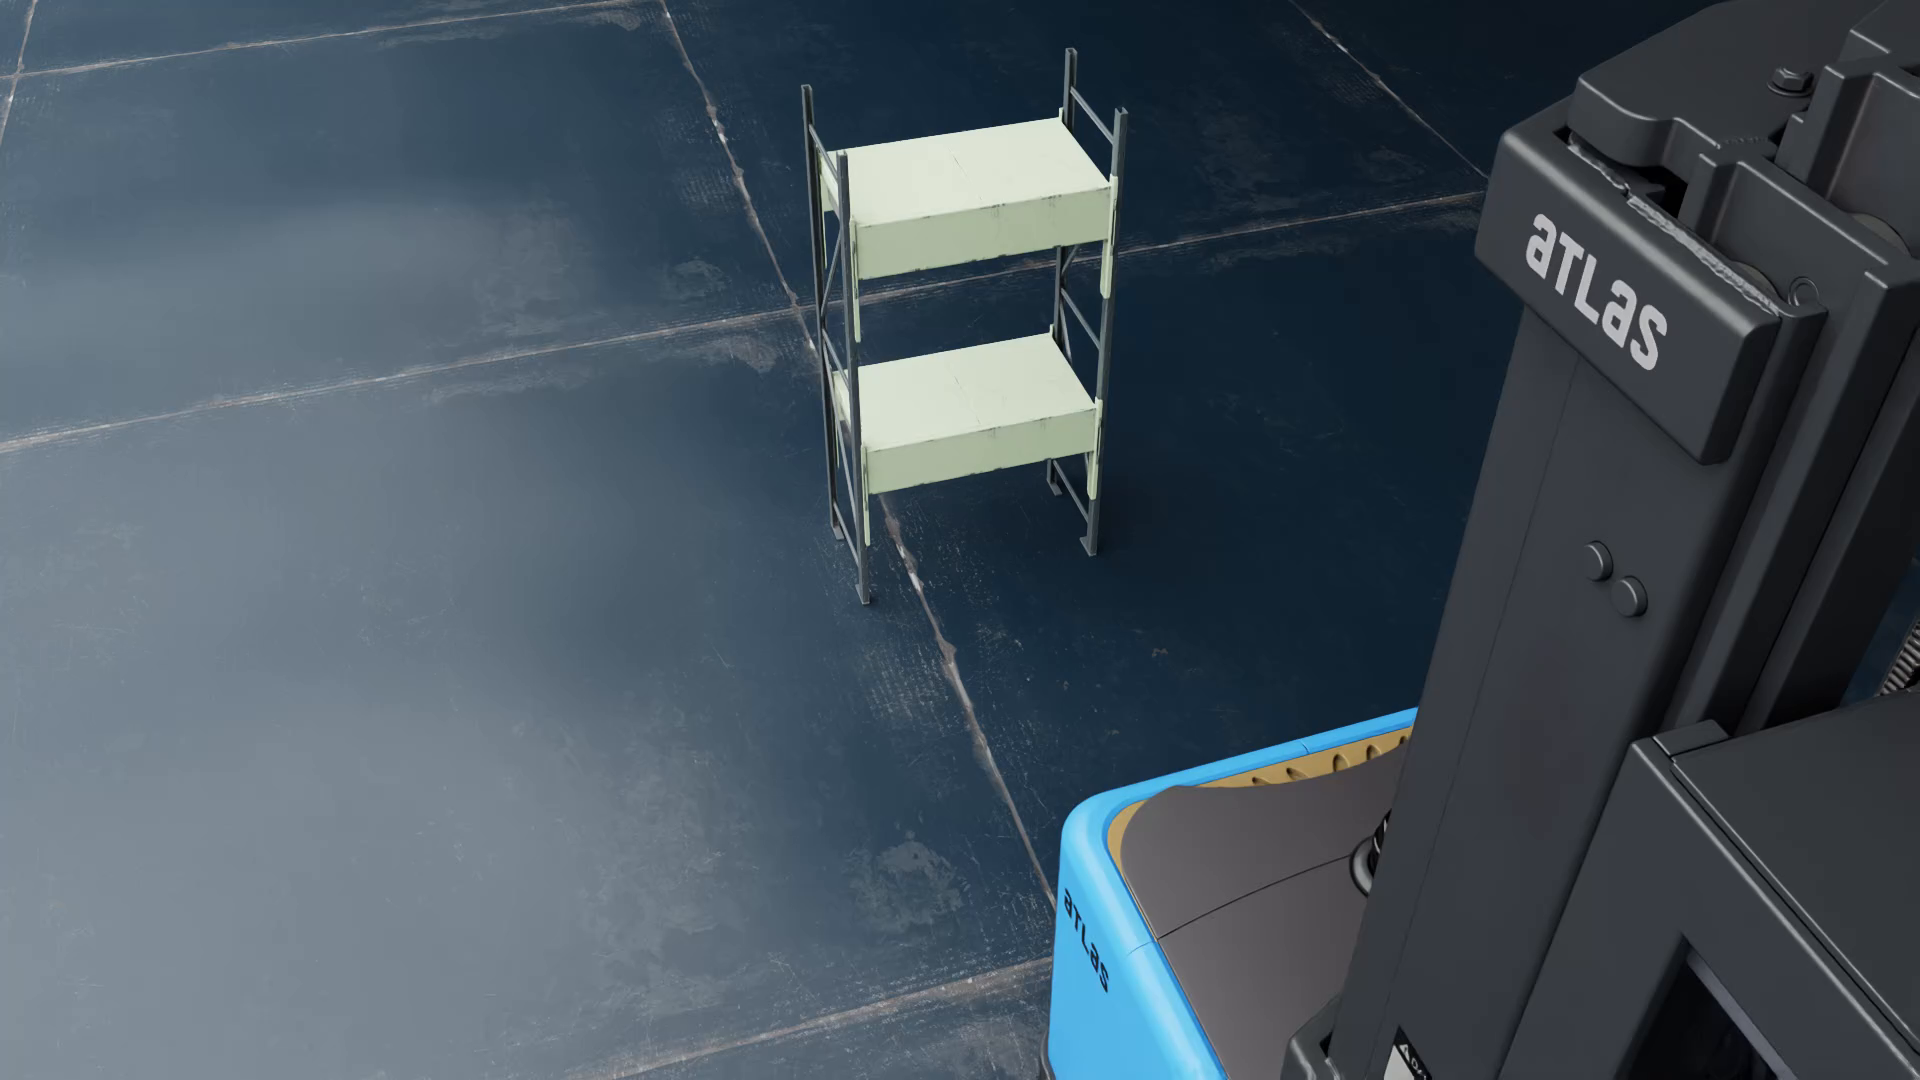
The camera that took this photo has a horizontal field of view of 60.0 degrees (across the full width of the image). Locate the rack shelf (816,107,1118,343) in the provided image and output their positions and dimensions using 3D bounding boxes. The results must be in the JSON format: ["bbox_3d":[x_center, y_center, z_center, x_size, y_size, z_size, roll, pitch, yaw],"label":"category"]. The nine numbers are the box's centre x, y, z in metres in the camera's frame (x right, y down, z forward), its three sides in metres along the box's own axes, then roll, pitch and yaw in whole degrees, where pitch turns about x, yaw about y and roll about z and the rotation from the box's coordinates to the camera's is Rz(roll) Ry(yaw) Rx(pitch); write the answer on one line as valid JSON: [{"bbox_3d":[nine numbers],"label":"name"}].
[{"bbox_3d":[0.006,-0.860,4.501,0.720,0.370,0.431,-12,42,-13],"label":"rack shelf"}]

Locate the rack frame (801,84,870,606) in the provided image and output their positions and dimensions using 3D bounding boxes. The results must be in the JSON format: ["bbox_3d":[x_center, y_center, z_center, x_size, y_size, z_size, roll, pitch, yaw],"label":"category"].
[{"bbox_3d":[-0.343,-0.494,4.675,0.023,1.500,0.400,-12,42,-13],"label":"rack frame"}]

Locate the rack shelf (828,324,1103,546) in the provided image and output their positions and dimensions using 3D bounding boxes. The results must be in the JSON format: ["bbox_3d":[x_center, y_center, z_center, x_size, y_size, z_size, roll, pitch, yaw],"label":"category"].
[{"bbox_3d":[0.006,-0.321,4.973,0.720,0.370,0.431,-12,42,-13],"label":"rack shelf"}]

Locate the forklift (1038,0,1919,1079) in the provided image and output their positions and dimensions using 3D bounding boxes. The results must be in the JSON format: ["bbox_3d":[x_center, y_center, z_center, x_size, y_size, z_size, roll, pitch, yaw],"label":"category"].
[{"bbox_3d":[1.131,1.004,1.873,1.130,2.935,3.031,-13,43,-14],"label":"forklift"}]

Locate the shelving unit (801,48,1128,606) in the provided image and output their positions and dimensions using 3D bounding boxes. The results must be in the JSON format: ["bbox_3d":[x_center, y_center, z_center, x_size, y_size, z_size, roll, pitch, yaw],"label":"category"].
[{"bbox_3d":[0.006,-0.566,4.758,0.755,1.500,0.431,-12,42,-13],"label":"shelving unit"}]

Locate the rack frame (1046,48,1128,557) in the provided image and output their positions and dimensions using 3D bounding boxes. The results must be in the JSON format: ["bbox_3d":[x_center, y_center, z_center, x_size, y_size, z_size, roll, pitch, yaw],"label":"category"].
[{"bbox_3d":[0.355,-0.638,4.841,0.023,1.500,0.400,-12,42,-13],"label":"rack frame"}]
